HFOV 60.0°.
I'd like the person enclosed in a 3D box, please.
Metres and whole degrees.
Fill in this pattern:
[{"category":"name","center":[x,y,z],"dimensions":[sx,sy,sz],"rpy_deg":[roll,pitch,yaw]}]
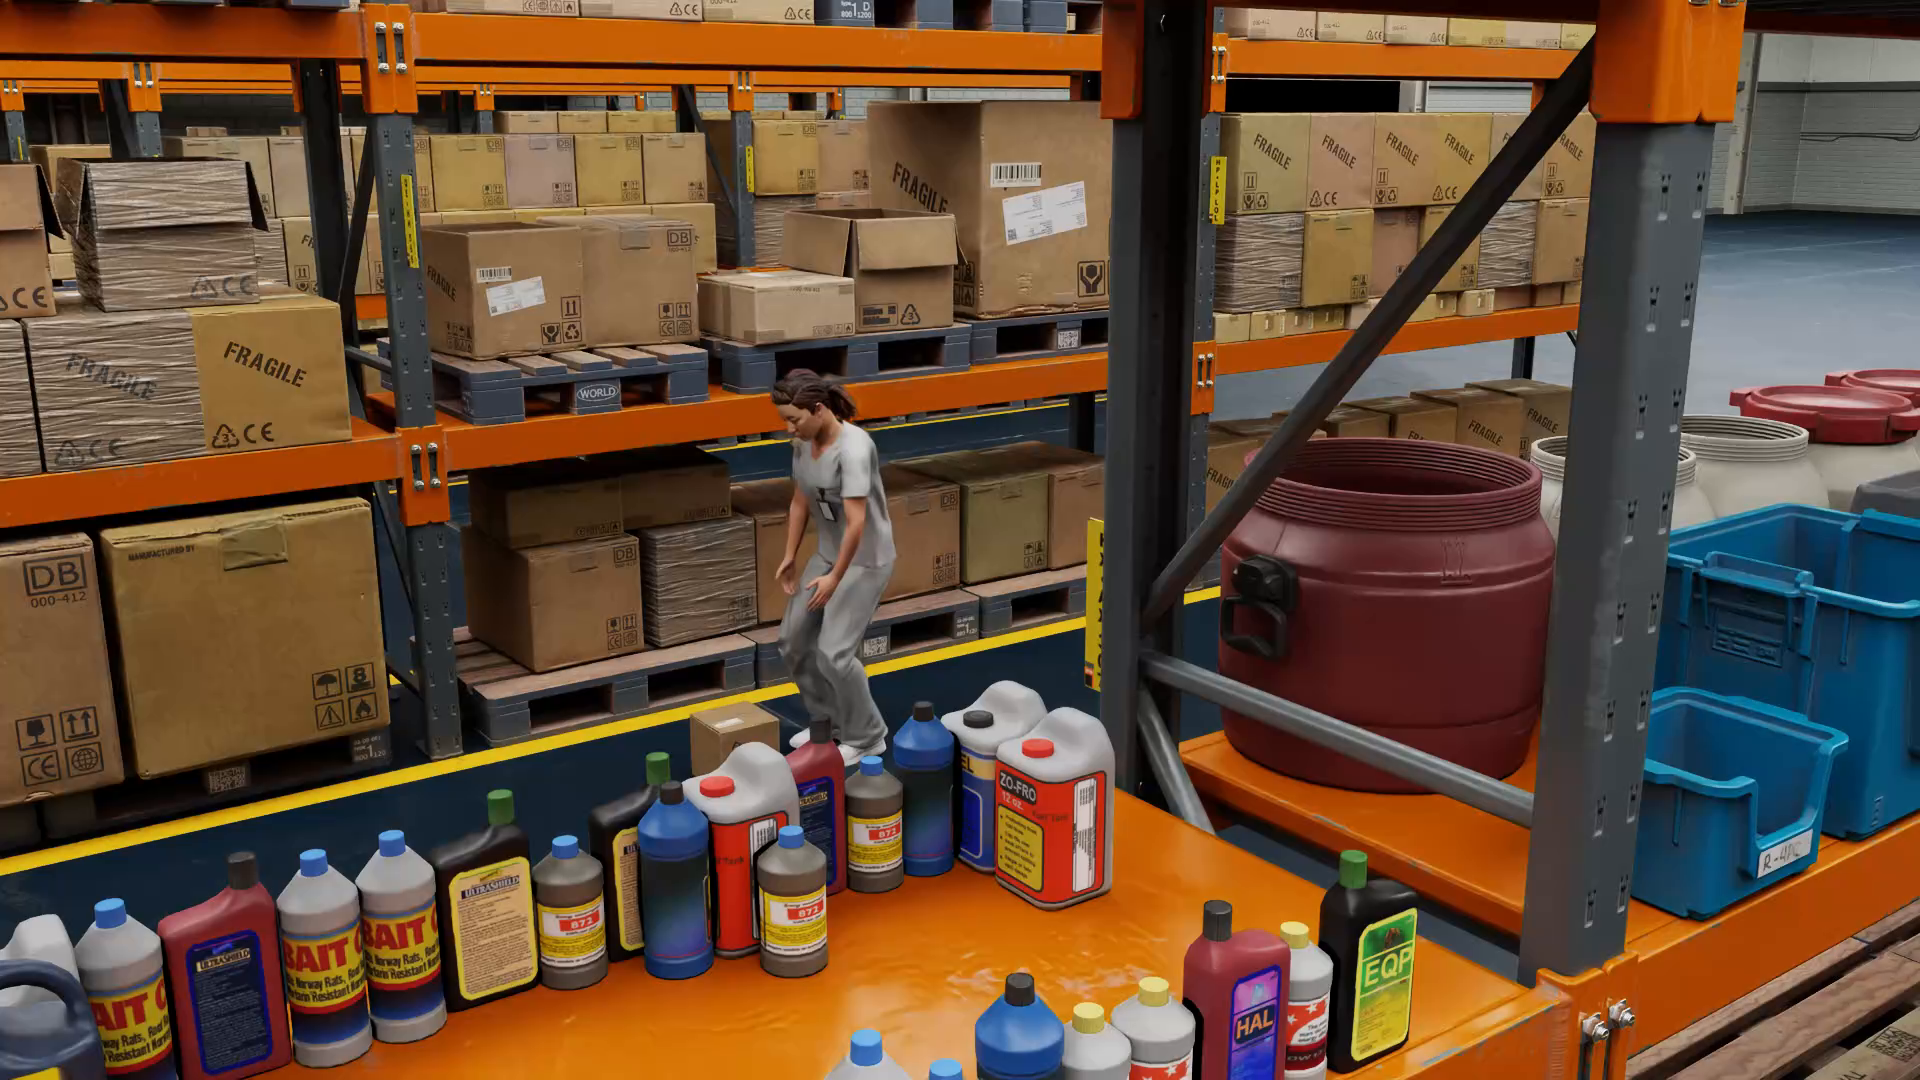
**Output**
[{"category":"person","center":[-0.481,0.111,6.386],"dimensions":[0.486,1.533,0.478],"rpy_deg":[-10,18,-34]}]
